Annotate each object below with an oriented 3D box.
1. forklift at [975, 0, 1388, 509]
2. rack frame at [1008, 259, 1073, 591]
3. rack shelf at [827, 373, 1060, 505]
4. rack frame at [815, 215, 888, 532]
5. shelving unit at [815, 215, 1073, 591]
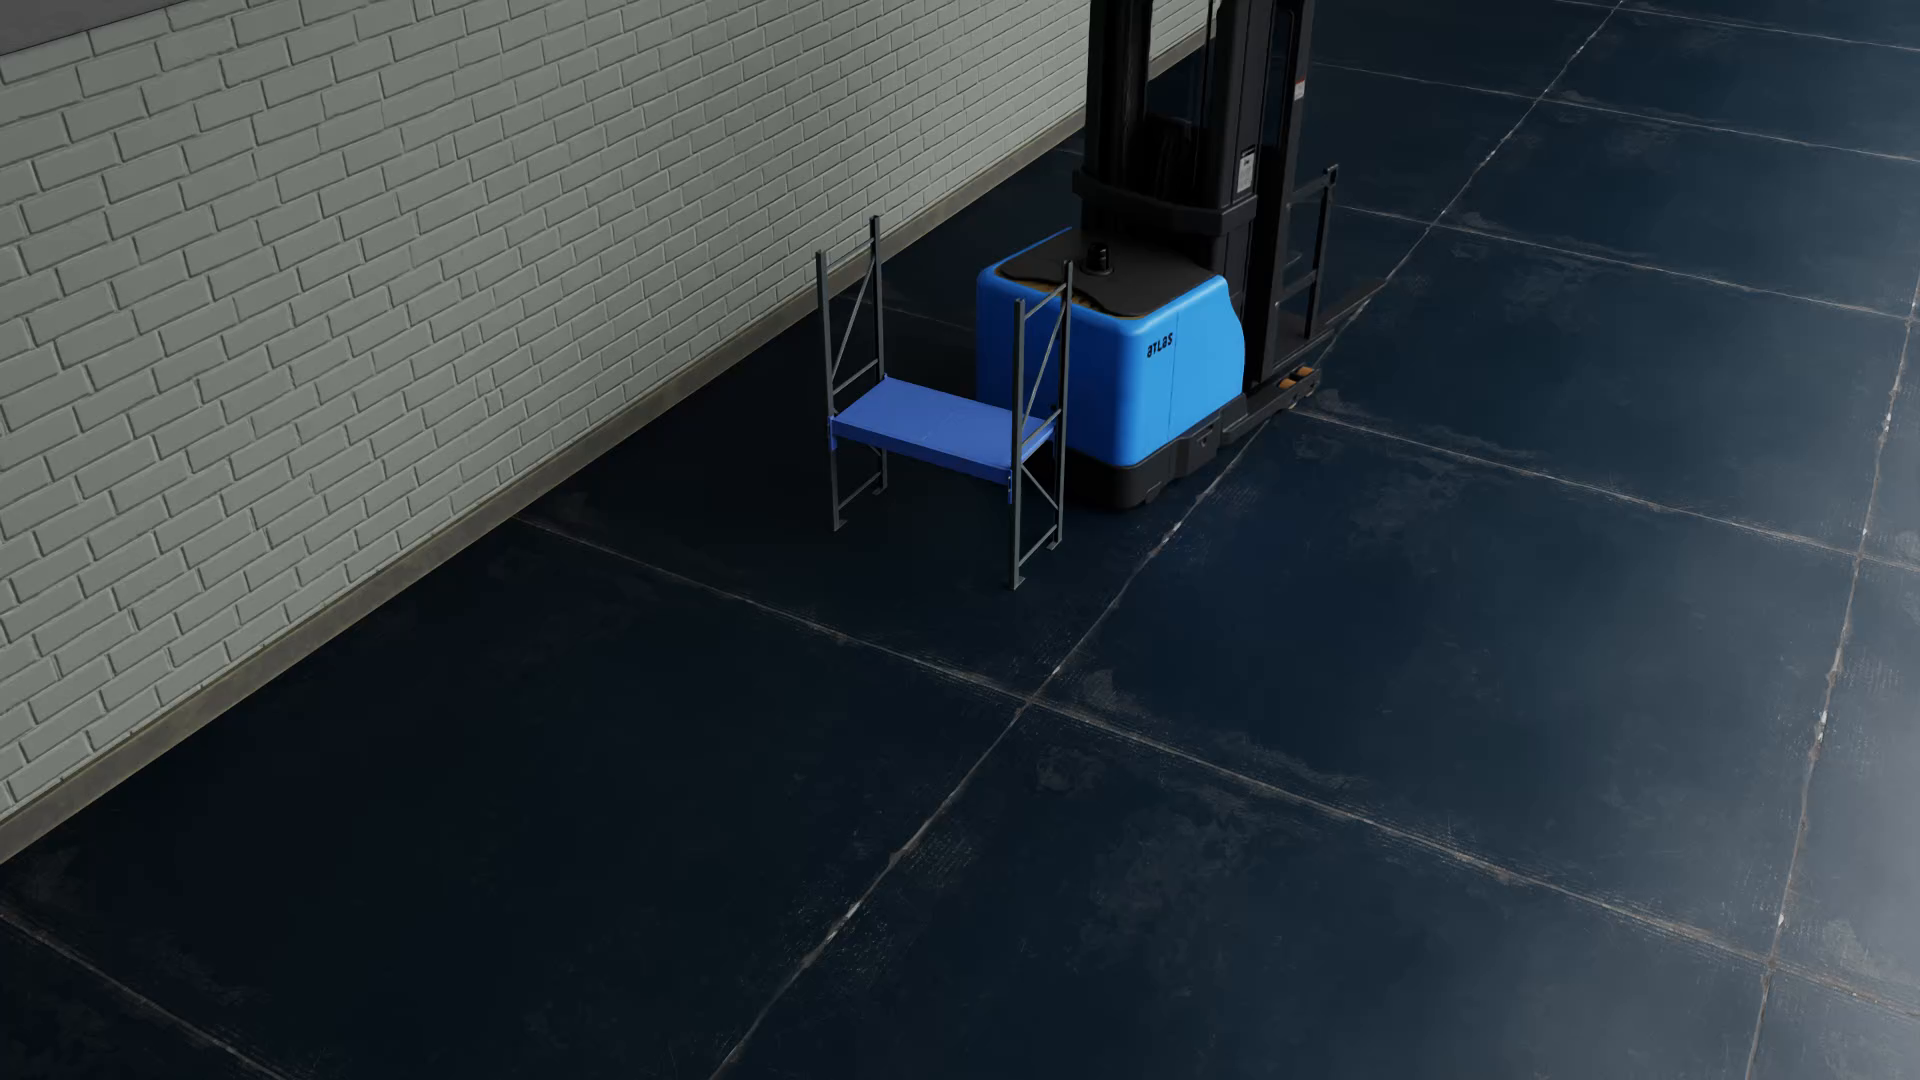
[{"bbox_3d":[1.406,-2.119,8.788,1.130,2.935,3.031,25,41,33],"label":"forklift"},{"bbox_3d":[0.367,-0.508,7.660,0.032,1.500,0.500,18,37,24],"label":"rack frame"},{"bbox_3d":[-0.074,-0.498,7.969,1.000,0.185,0.538,18,37,24],"label":"rack shelf"},{"bbox_3d":[-0.515,-0.788,8.079,0.032,1.500,0.500,18,37,24],"label":"rack frame"},{"bbox_3d":[-0.074,-0.648,7.870,1.048,1.500,0.538,18,37,24],"label":"shelving unit"}]
